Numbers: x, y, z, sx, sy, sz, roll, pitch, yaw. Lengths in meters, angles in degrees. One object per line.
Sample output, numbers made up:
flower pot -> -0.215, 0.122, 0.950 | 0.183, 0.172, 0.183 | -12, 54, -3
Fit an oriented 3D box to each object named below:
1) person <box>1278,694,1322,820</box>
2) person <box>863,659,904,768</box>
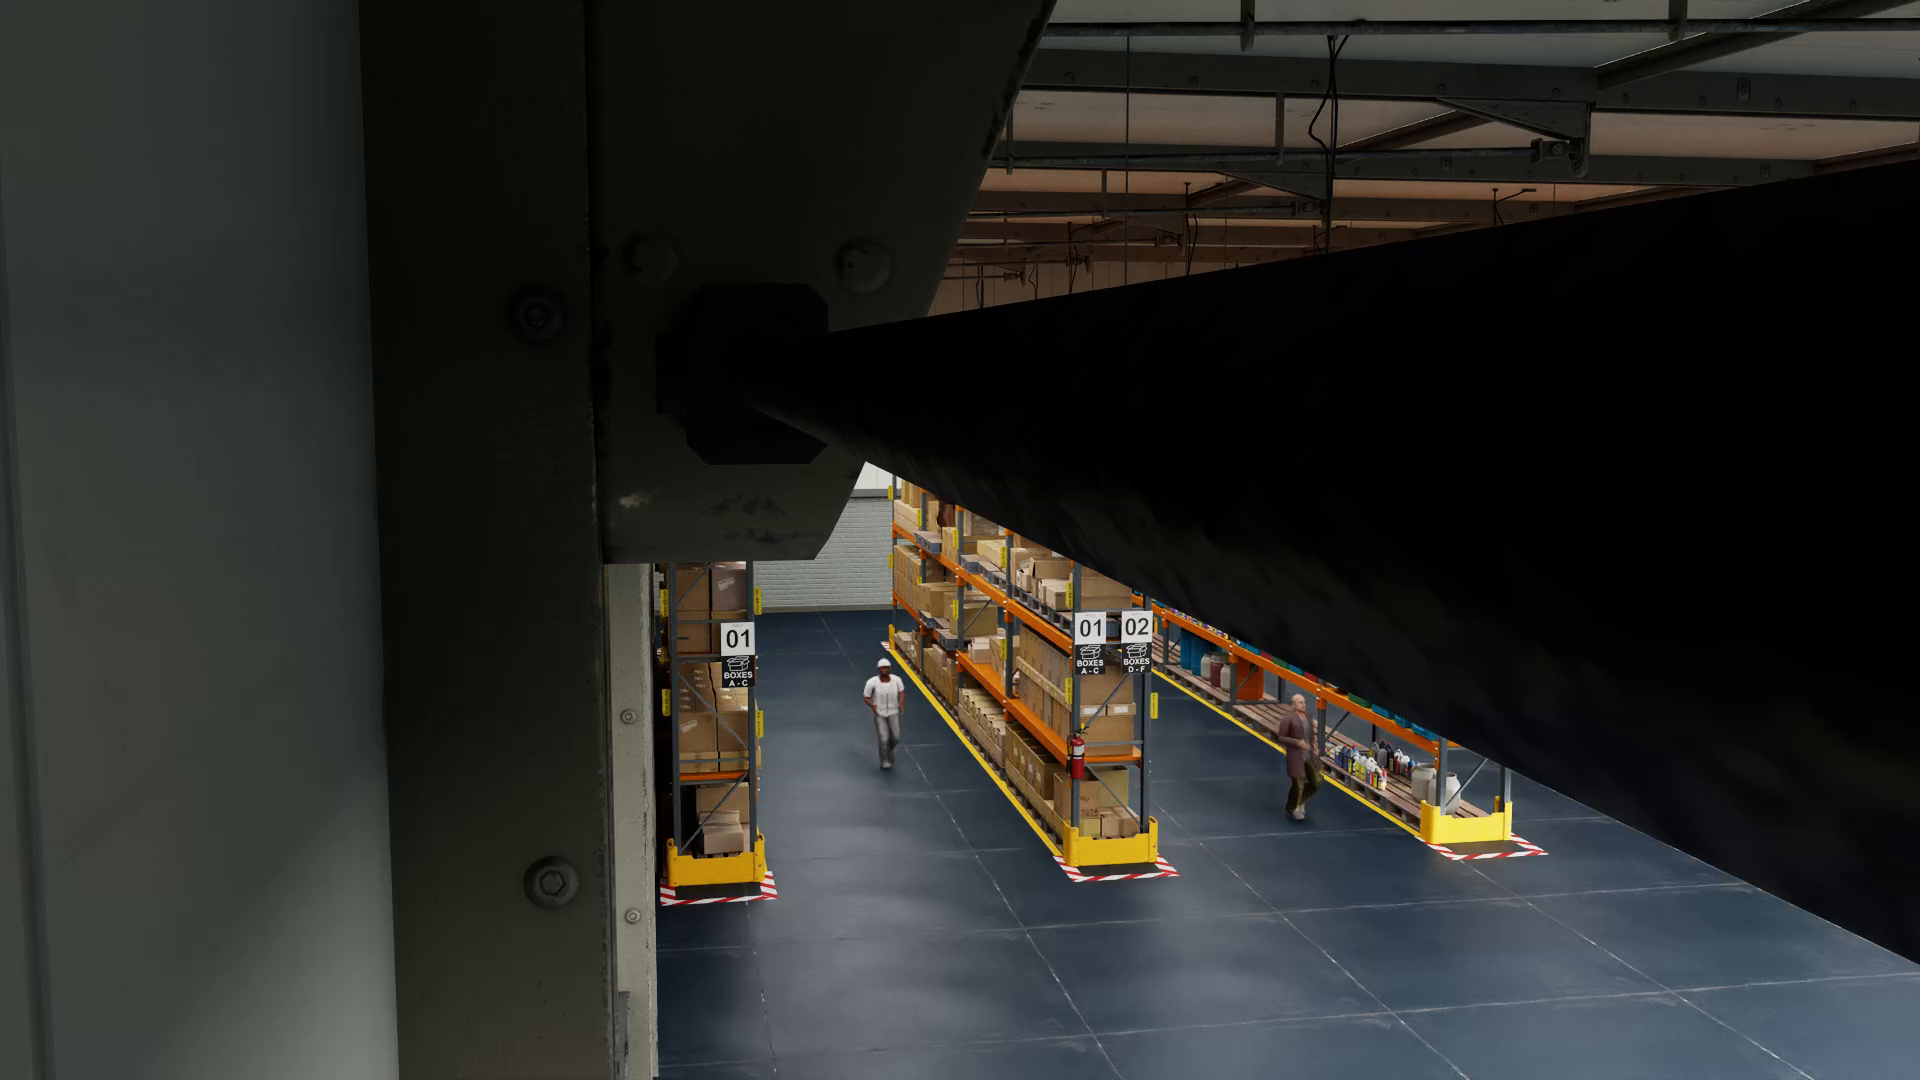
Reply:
person -> 4.712, 2.994, 22.813 | 0.697, 1.741, 0.639 | -3, 7, -27
person -> -1.141, 2.690, 25.719 | 0.674, 1.721, 0.569 | -2, 6, -16
